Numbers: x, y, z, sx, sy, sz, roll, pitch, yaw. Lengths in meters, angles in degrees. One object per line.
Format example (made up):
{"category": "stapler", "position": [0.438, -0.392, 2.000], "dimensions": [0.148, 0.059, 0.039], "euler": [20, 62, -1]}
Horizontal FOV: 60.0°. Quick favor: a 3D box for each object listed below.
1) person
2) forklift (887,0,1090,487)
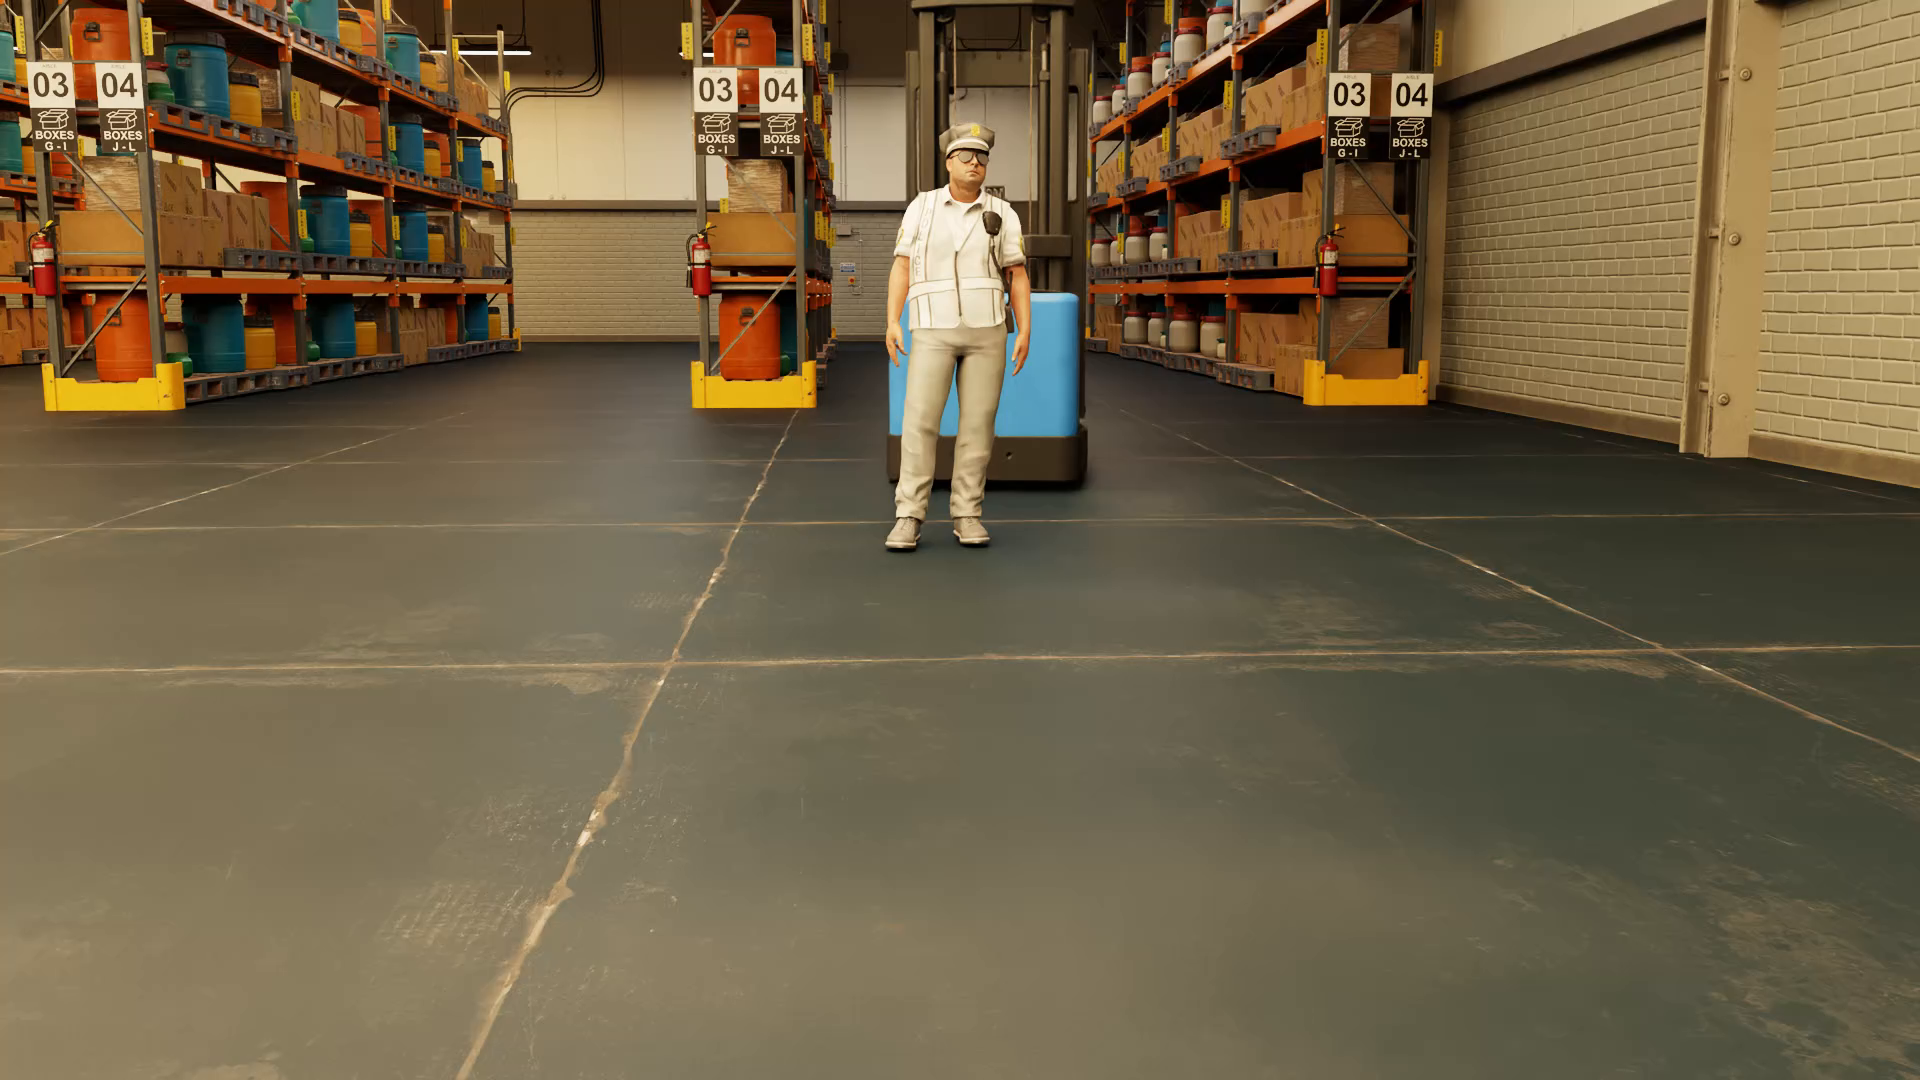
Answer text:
{"category": "person", "position": [-0.006, -0.878, 7.100], "dimensions": [0.641, 1.781, 0.574], "euler": [-1, 8, -4]}
{"category": "forklift", "position": [0.241, -1.922, 10.275], "dimensions": [1.130, 2.935, 3.031], "euler": [1, 8, 5]}
